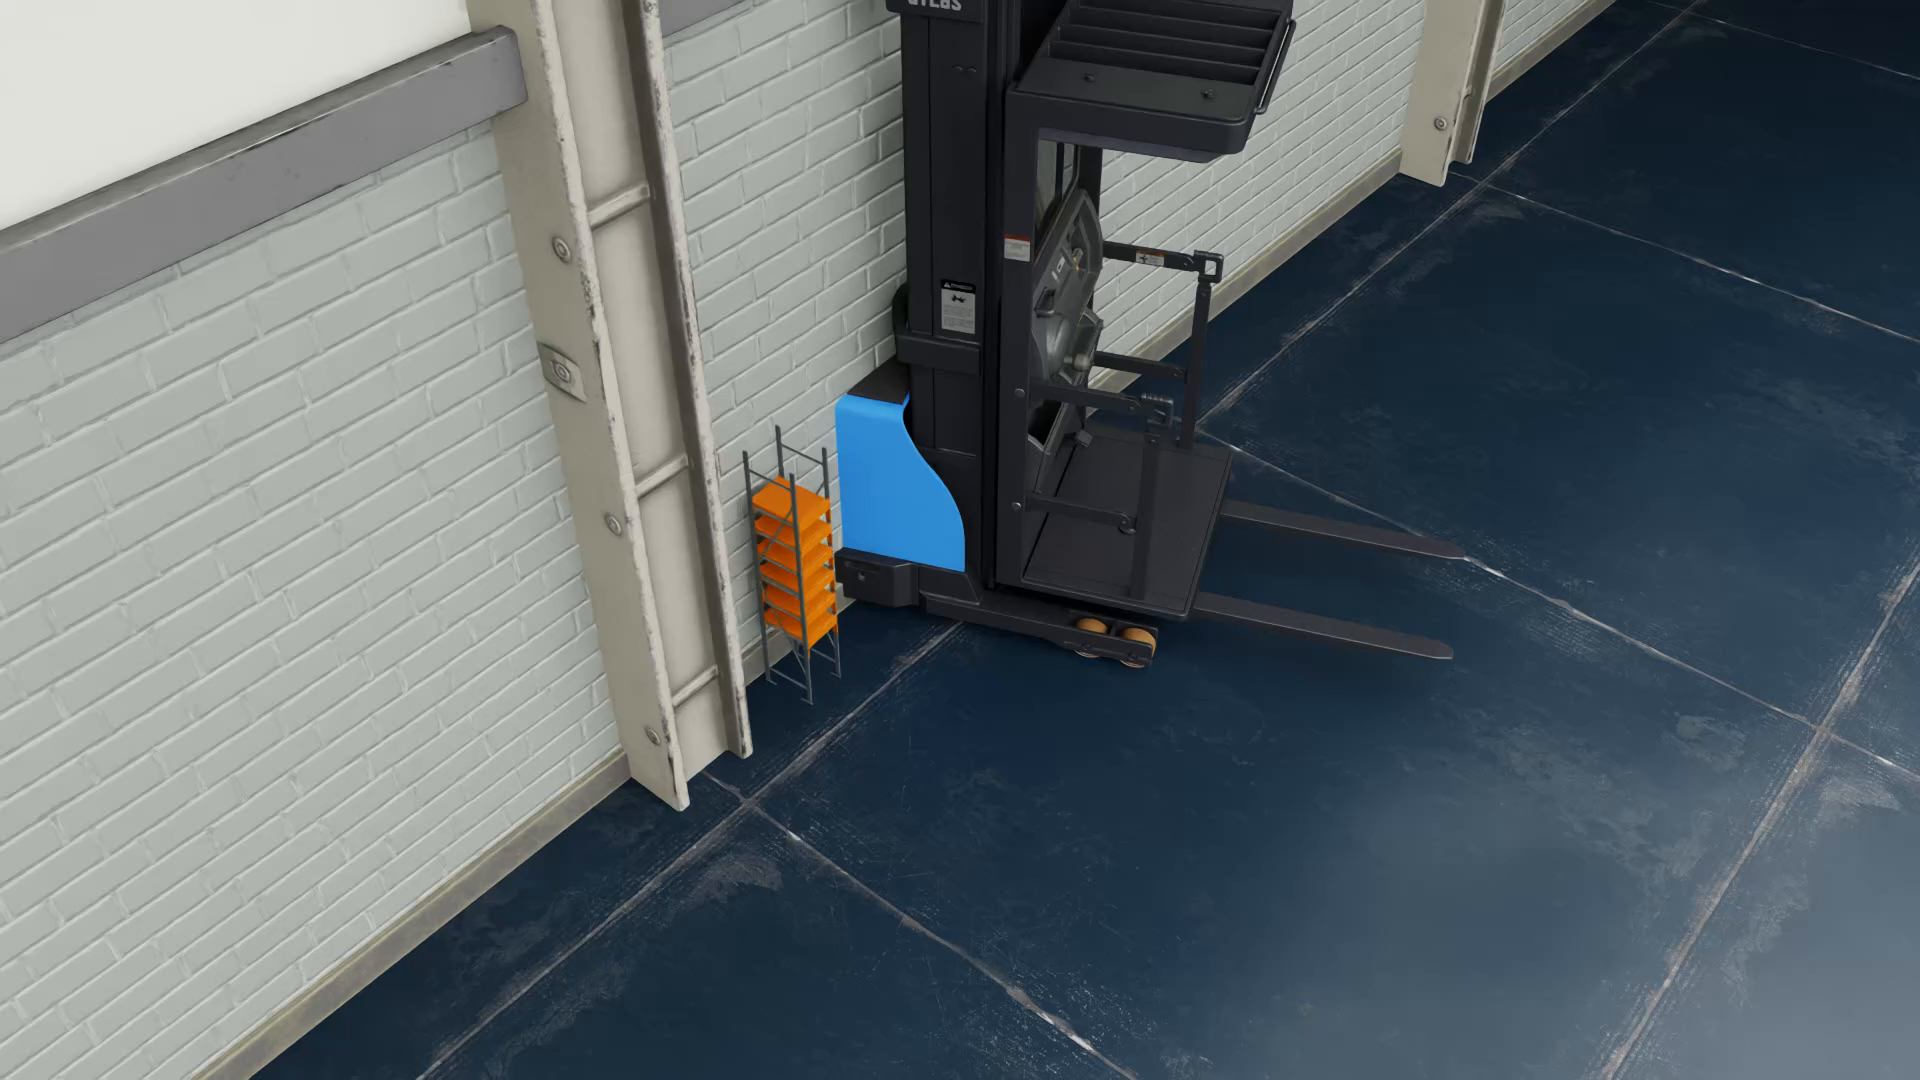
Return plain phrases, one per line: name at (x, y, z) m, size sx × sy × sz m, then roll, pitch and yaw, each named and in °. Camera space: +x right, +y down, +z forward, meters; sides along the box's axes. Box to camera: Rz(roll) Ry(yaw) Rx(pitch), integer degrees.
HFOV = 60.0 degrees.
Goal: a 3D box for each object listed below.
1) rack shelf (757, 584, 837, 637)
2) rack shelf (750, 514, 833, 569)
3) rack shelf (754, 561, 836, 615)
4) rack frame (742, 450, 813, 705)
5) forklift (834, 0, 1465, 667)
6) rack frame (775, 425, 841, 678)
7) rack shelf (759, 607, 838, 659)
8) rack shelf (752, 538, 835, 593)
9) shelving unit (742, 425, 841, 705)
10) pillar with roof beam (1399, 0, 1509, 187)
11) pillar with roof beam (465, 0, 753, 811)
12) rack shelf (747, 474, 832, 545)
rack shelf at (-0.638, 0.243, 6.516) m, size 0.258 × 0.103 × 0.180 m, roll 25°, pitch 47°, yaw 25°
rack shelf at (-0.636, -0.025, 6.276) m, size 0.258 × 0.103 × 0.180 m, roll 25°, pitch 47°, yaw 25°
rack shelf at (-0.637, 0.154, 6.436) m, size 0.258 × 0.103 × 0.180 m, roll 25°, pitch 47°, yaw 25°
rack frame at (-0.690, 0.170, 6.350) m, size 0.240 × 1.200 × 0.006 m, roll 25°, pitch 47°, yaw 25°
forklift at (0.599, -0.961, 6.311) m, size 3.031 × 2.935 × 1.130 m, roll 12°, pitch 44°, yaw 12°
rack frame at (-0.584, 0.071, 6.462) m, size 0.240 × 1.200 × 0.006 m, roll 25°, pitch 47°, yaw 25°
rack shelf at (-0.639, 0.333, 6.596) m, size 0.258 × 0.103 × 0.180 m, roll 25°, pitch 47°, yaw 25°
rack shelf at (-0.637, 0.064, 6.356) m, size 0.258 × 0.103 × 0.180 m, roll 25°, pitch 47°, yaw 25°
shelving unit at (-0.637, 0.121, 6.406) m, size 0.258 × 1.200 × 0.189 m, roll 25°, pitch 47°, yaw 25°
pillar with roof beam at (6.105, -3.692, 4.804) m, size 9.100 × 9.000 × 0.400 m, roll 29°, pitch 50°, yaw 28°
pillar with roof beam at (2.244, -0.603, 1.406) m, size 9.100 × 9.000 × 0.400 m, roll 29°, pitch 50°, yaw 28°
rack shelf at (-0.635, -0.115, 6.196) m, size 0.258 × 0.103 × 0.180 m, roll 25°, pitch 47°, yaw 25°
